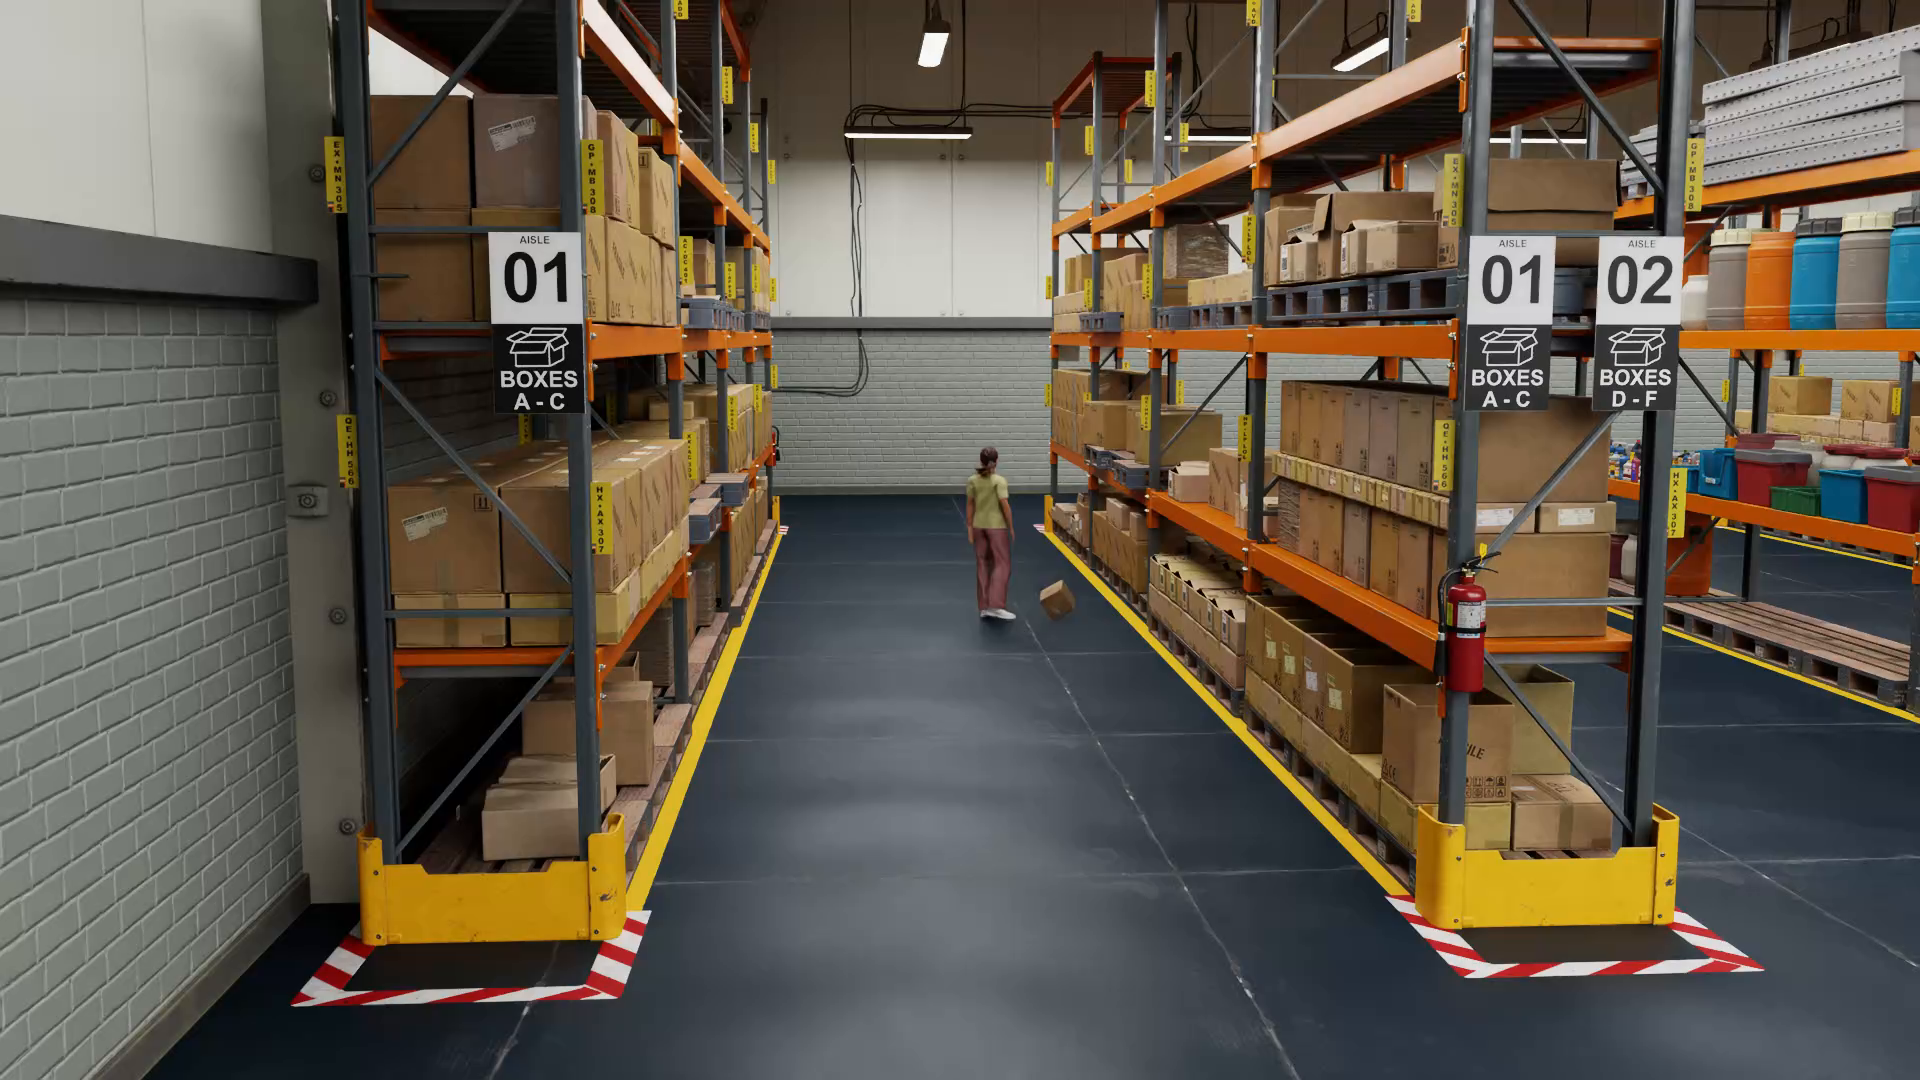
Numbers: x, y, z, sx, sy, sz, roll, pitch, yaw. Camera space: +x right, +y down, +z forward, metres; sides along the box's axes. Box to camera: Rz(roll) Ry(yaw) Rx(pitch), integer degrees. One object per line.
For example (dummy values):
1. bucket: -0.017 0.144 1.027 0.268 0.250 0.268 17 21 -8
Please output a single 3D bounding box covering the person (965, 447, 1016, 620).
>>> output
1. person: 0.327 -0.075 16.226 0.614 1.669 0.389 4 8 33
